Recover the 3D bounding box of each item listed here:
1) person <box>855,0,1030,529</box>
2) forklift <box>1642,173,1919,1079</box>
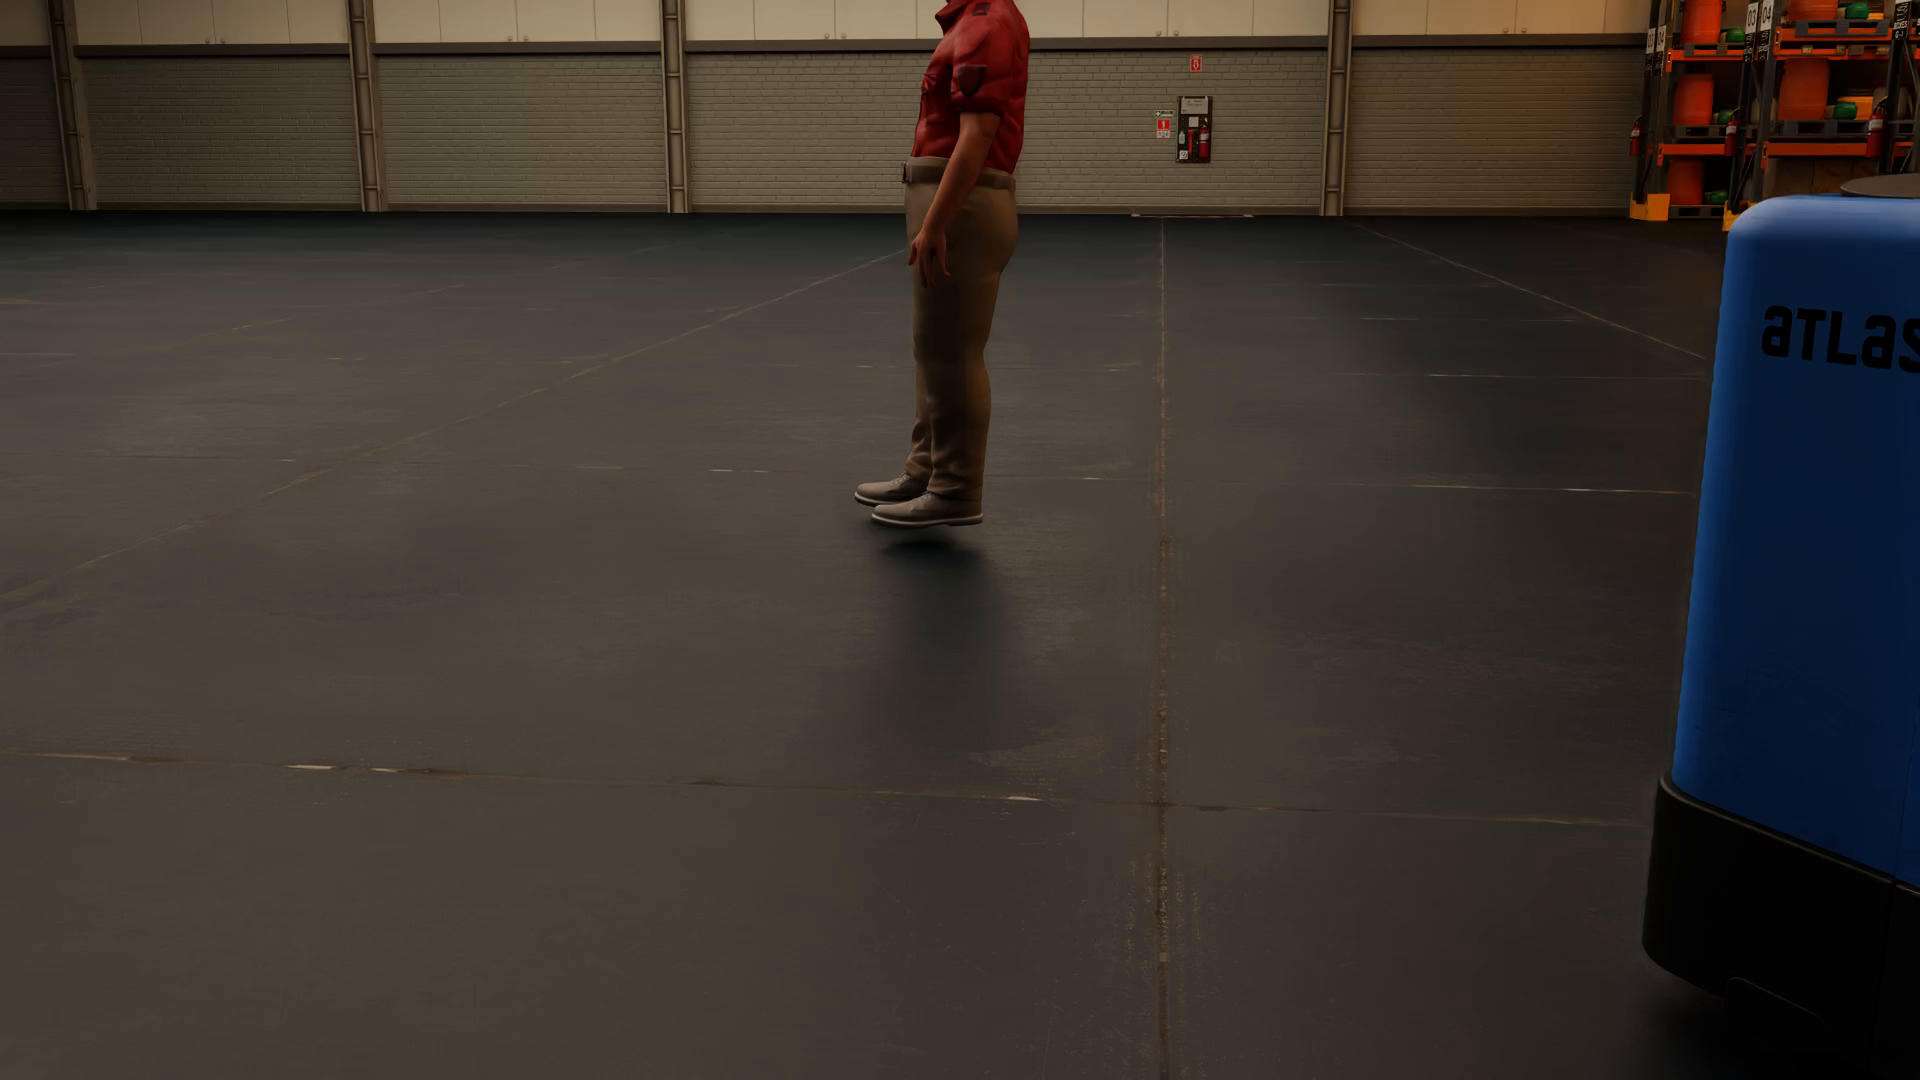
[{"bbox_3d":[-0.087,-0.893,4.761,0.551,1.728,0.640,2,13,7],"label":"person"},{"bbox_3d":[2.066,-0.560,0.904,1.130,2.935,3.031,-7,15,-27],"label":"forklift"}]
